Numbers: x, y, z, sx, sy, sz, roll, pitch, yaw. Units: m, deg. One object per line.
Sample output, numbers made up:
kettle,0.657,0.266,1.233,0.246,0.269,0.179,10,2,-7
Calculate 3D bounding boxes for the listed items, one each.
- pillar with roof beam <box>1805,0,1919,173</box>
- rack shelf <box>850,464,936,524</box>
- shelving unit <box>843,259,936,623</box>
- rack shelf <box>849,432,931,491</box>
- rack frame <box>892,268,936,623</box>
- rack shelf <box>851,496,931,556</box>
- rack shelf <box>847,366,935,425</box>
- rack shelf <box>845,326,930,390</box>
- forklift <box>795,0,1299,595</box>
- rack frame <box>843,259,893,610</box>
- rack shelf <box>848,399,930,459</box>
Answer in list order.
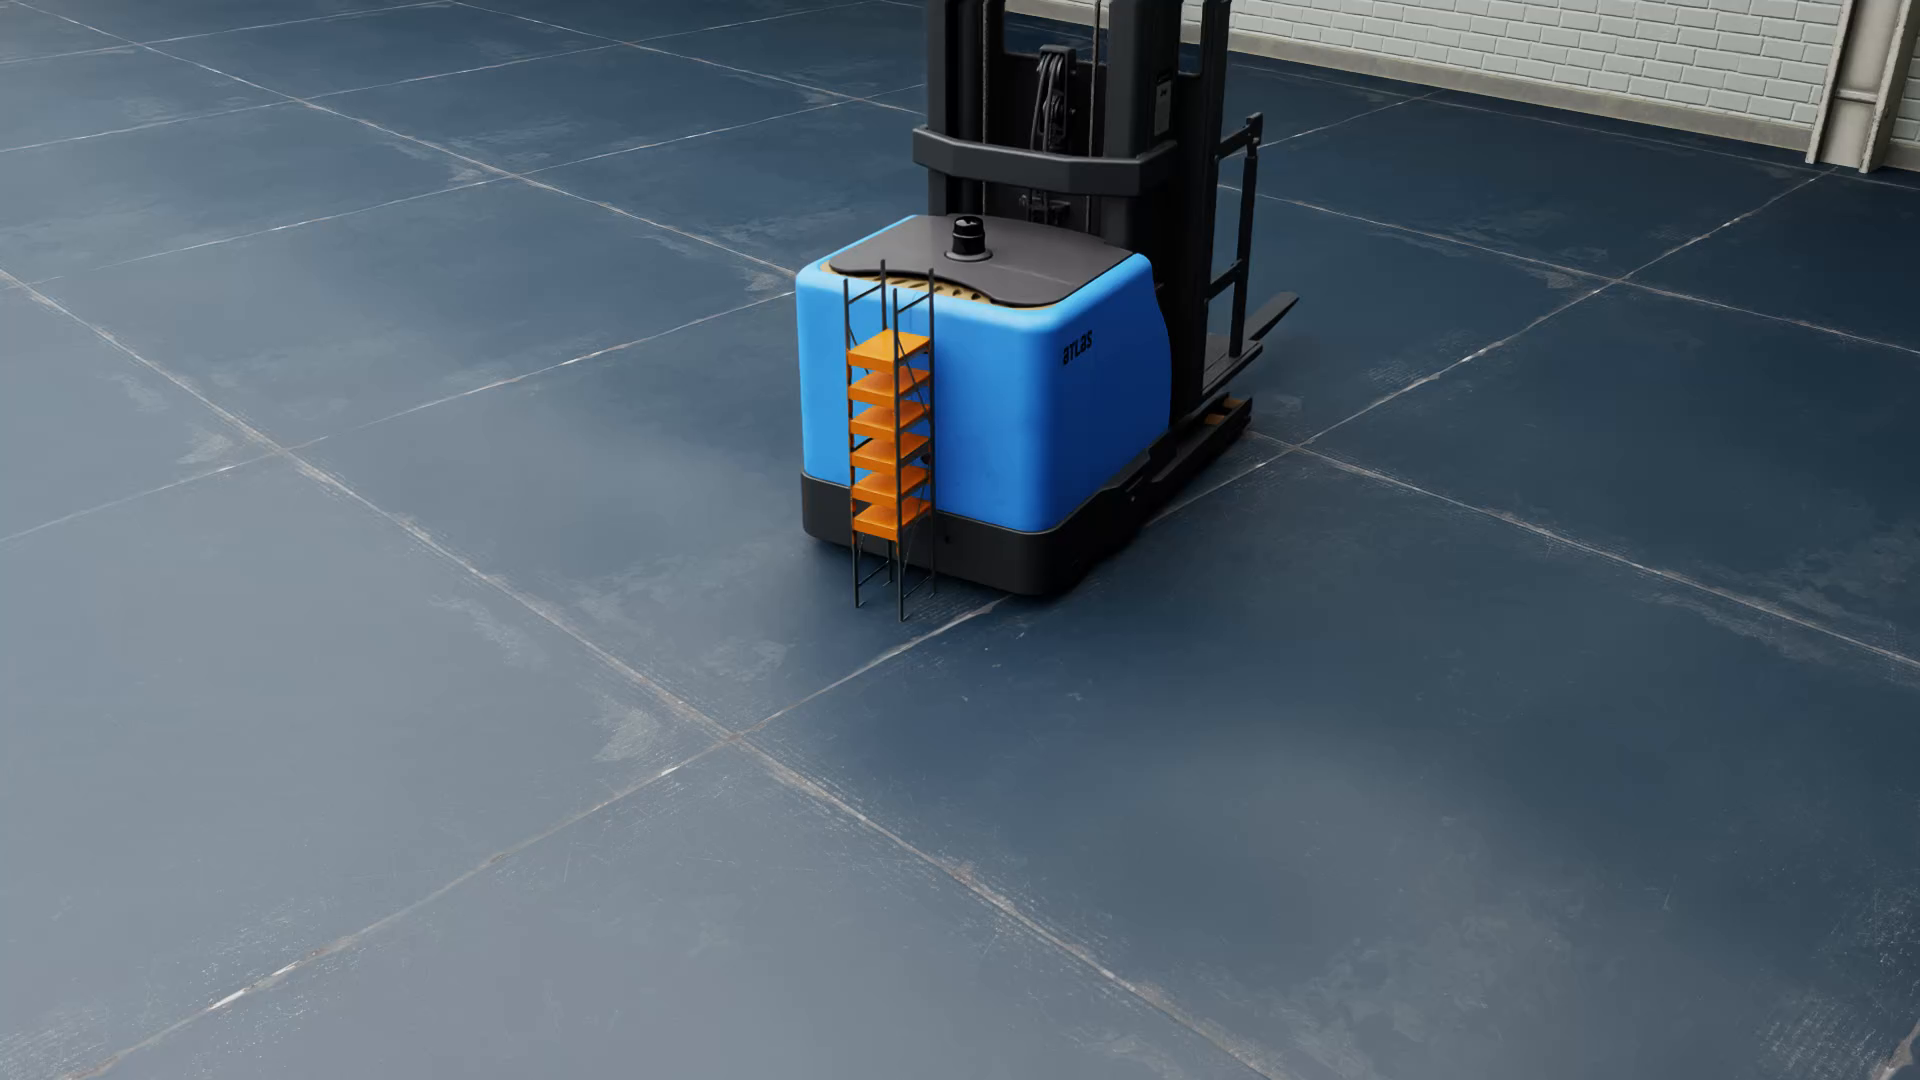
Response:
pillar with roof beam,2.822,-5.042,6.170,0.400,9.000,9.100,25,36,38
rack shelf,-0.226,-0.169,5.635,0.180,0.103,0.258,15,31,26
shelving unit,-0.226,-0.315,5.558,0.189,1.200,0.258,15,31,26
rack shelf,-0.226,-0.275,5.579,0.180,0.103,0.258,15,31,26
rack frame,-0.147,-0.293,5.518,0.006,1.200,0.240,15,31,26
rack shelf,-0.225,-0.063,5.691,0.180,0.103,0.258,15,31,26
rack shelf,-0.226,-0.487,5.467,0.180,0.103,0.258,15,31,26
rack shelf,-0.226,-0.594,5.411,0.180,0.103,0.258,15,31,26
forklift,0.589,-1.756,6.439,1.130,2.935,3.031,15,31,26
rack frame,-0.305,-0.336,5.599,0.006,1.200,0.240,15,31,26
rack shelf,-0.226,-0.381,5.523,0.180,0.103,0.258,15,31,26
